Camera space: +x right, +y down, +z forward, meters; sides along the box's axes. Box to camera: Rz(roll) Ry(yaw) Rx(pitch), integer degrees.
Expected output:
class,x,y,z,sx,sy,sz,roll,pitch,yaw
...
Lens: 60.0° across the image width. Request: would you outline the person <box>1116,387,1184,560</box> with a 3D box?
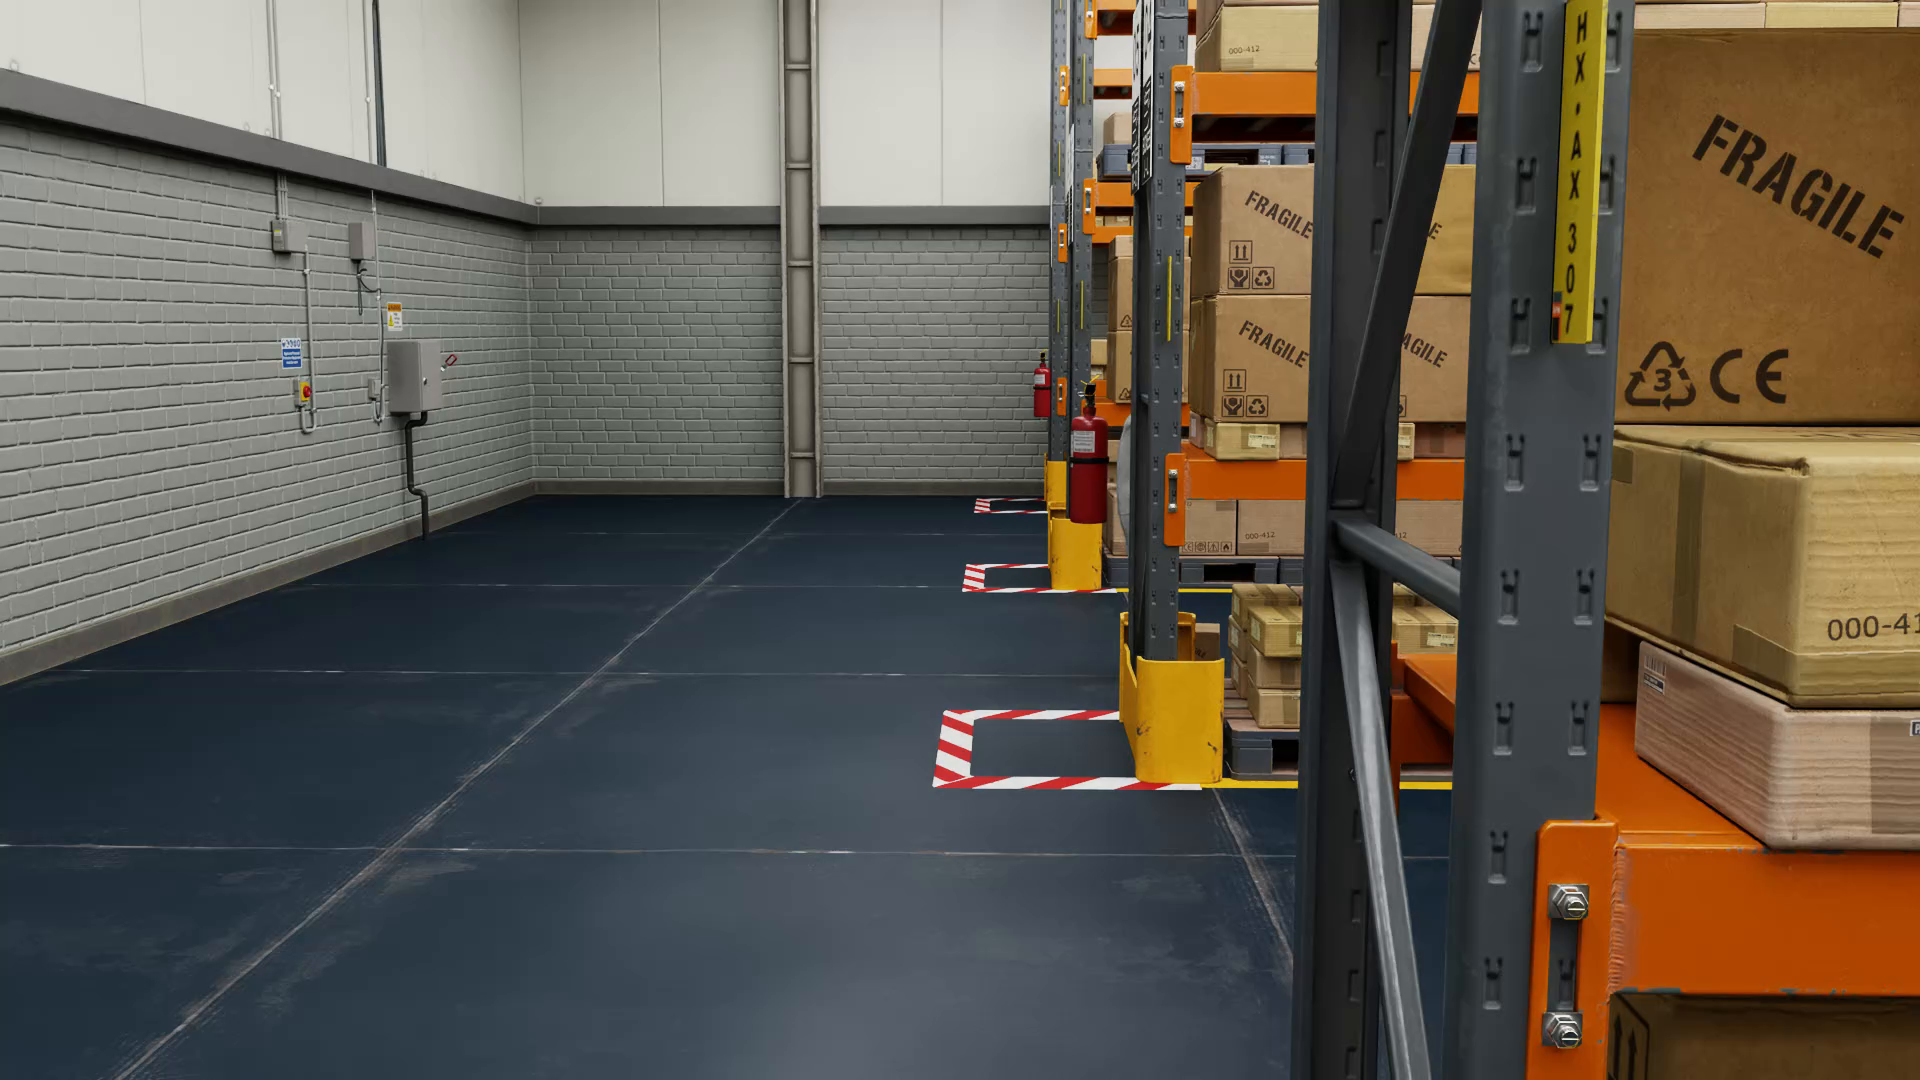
class,x,y,z,sx,sy,sz,roll,pitch,yaw
person,1.002,-0.124,8.748,0.359,1.673,0.486,1,7,10
